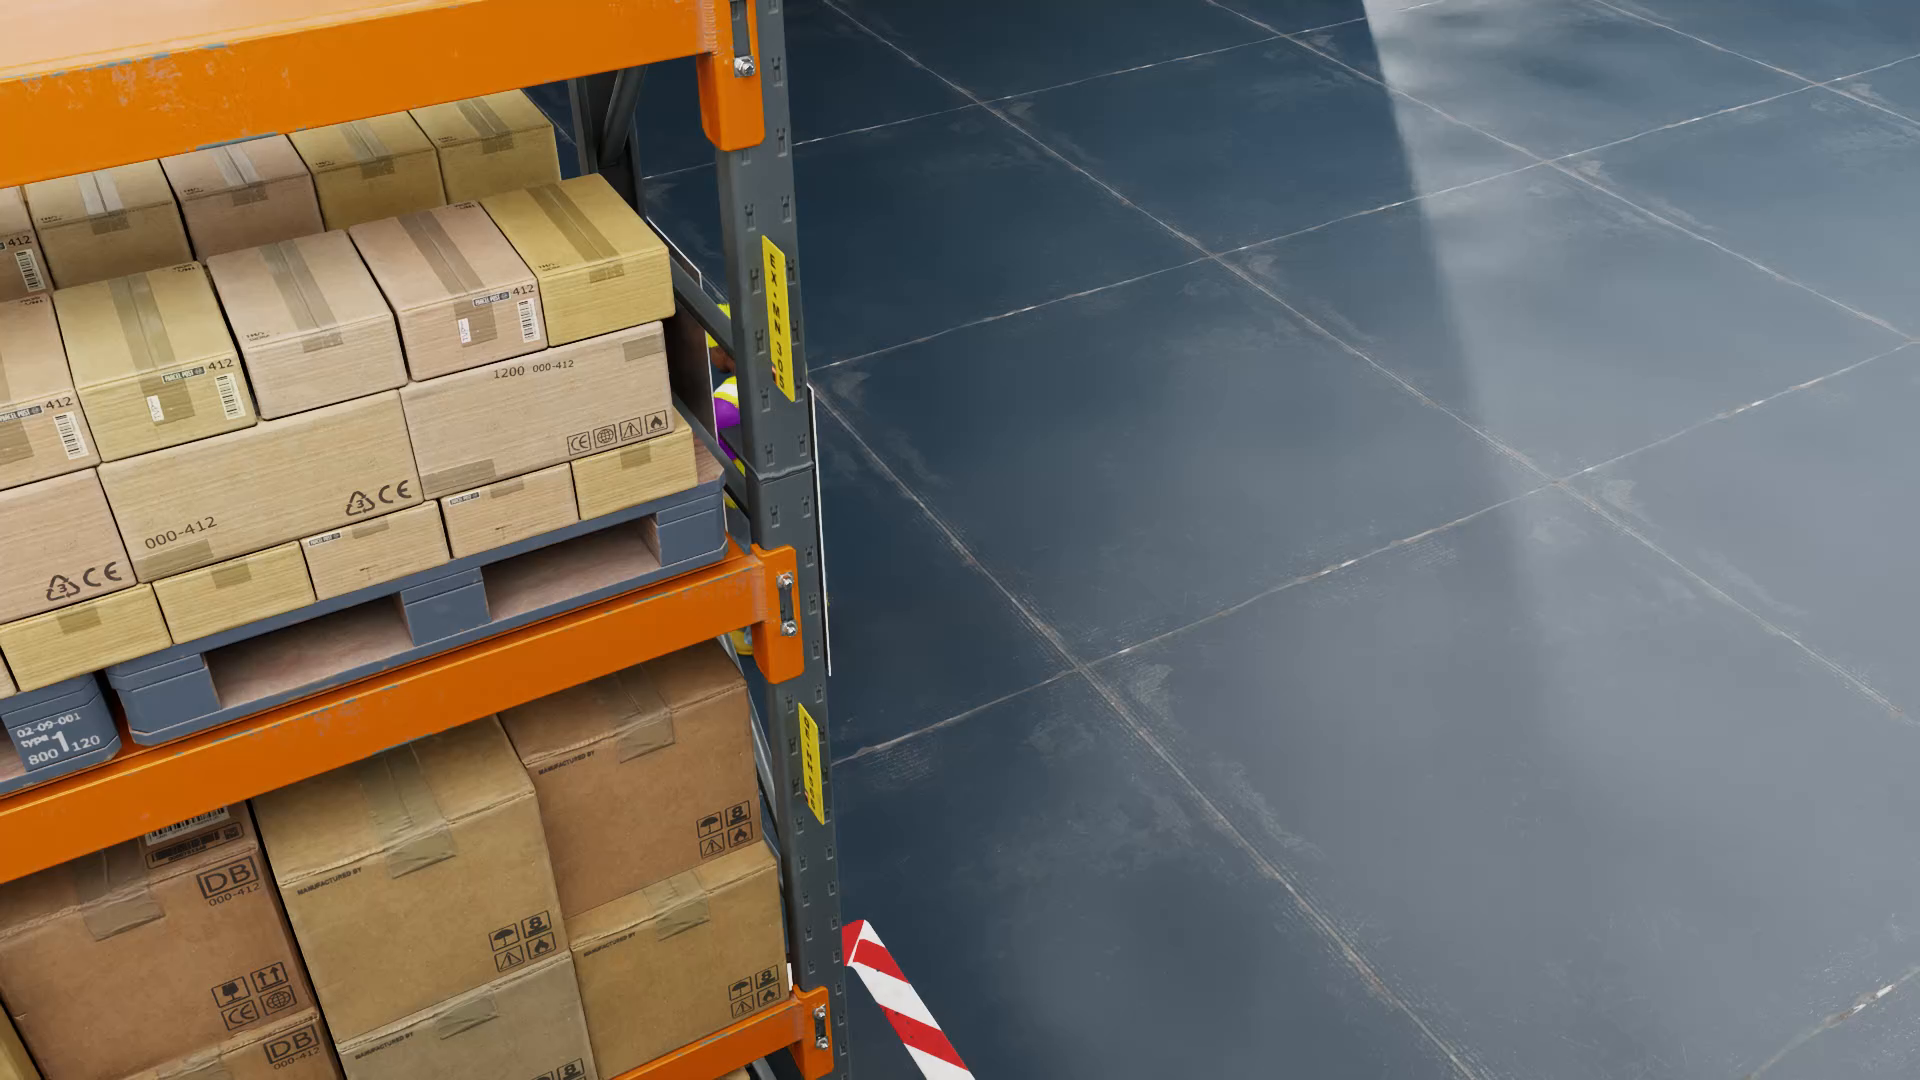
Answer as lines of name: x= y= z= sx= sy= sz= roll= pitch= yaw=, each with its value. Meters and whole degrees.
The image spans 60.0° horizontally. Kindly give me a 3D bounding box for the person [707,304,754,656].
person: x=-0.915 y=-0.234 z=7.254 sx=0.422 sy=1.733 sz=0.584 roll=20 pitch=41 yaw=25
